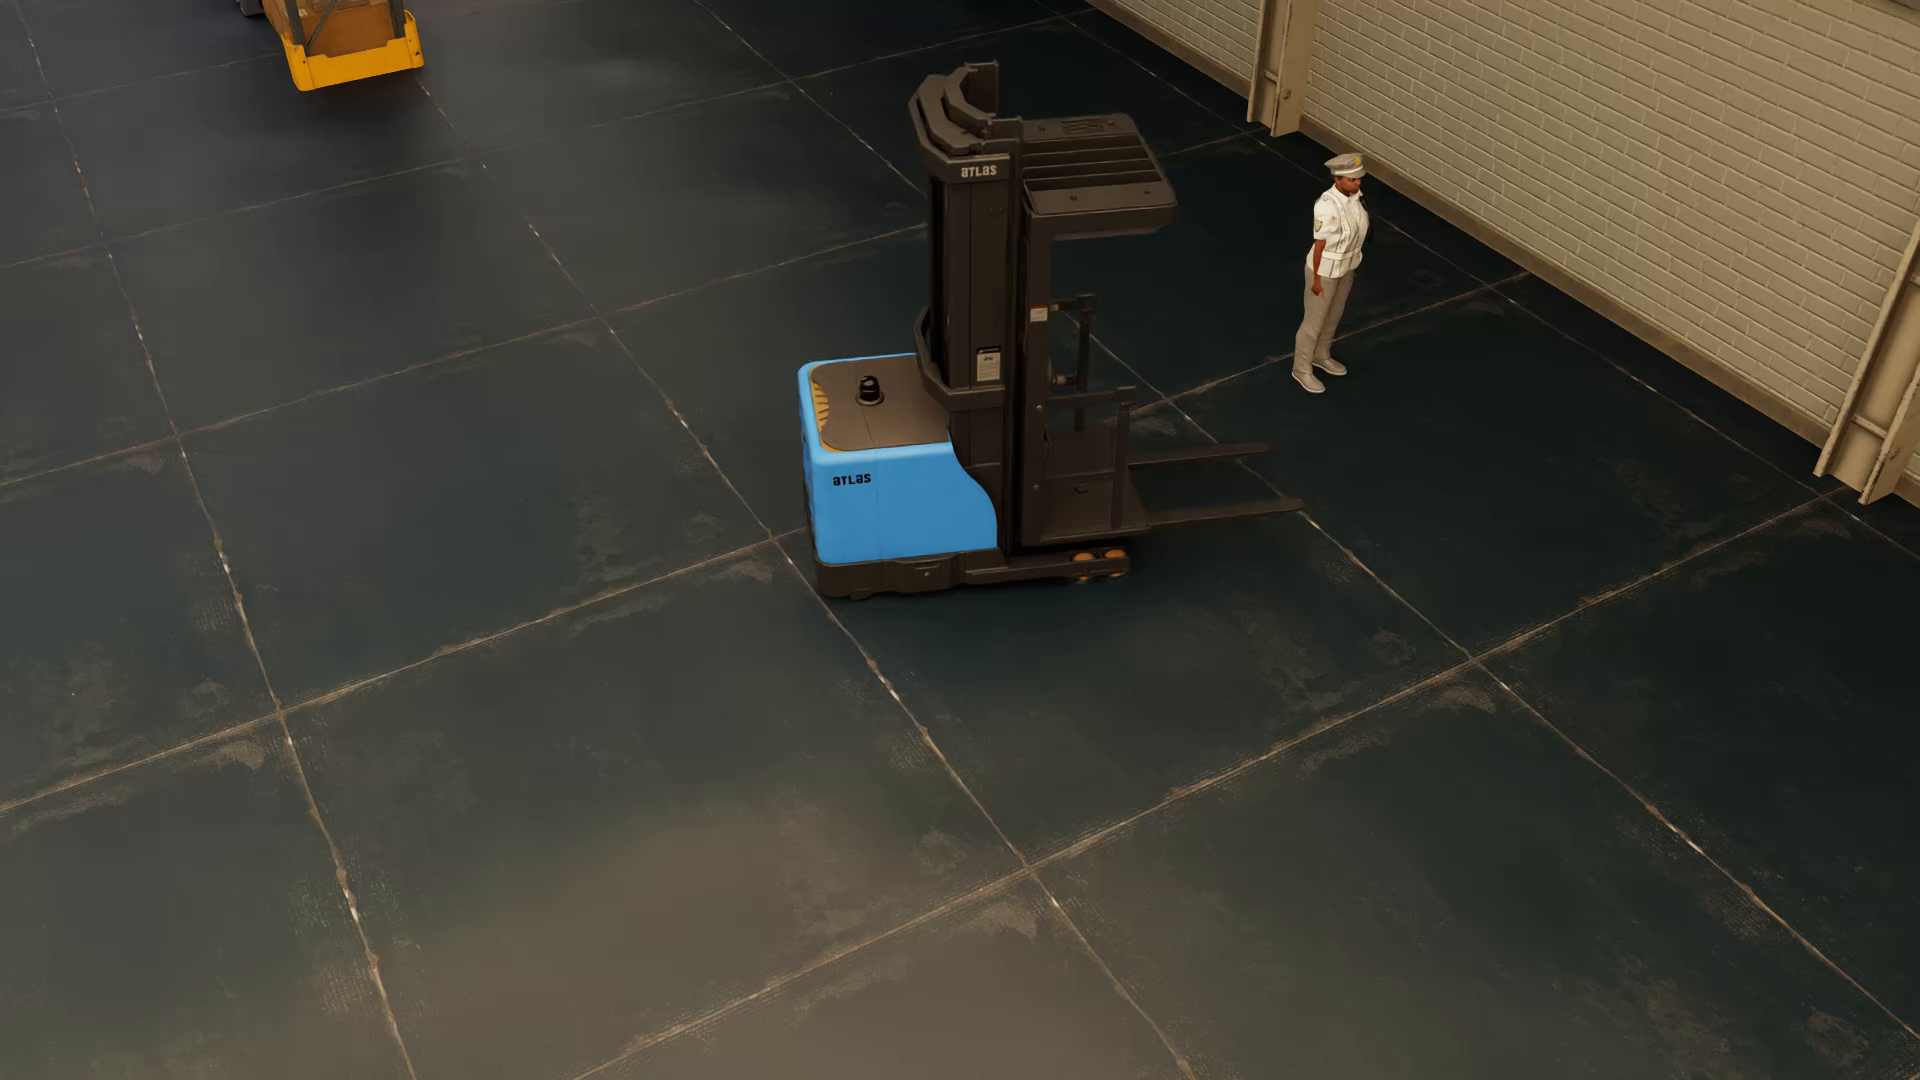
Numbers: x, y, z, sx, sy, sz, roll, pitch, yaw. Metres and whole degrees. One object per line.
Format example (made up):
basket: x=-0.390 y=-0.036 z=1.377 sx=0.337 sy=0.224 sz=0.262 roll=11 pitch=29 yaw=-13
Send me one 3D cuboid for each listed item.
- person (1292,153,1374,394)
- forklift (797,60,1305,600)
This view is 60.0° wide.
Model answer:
person: x=2.519 y=-1.822 z=11.207 sx=0.349 sy=1.694 sz=0.448 roll=32 pitch=49 yaw=32
forklift: x=0.580 y=-1.215 z=9.501 sx=3.031 sy=2.935 sz=1.130 roll=-6 pitch=40 yaw=-7
